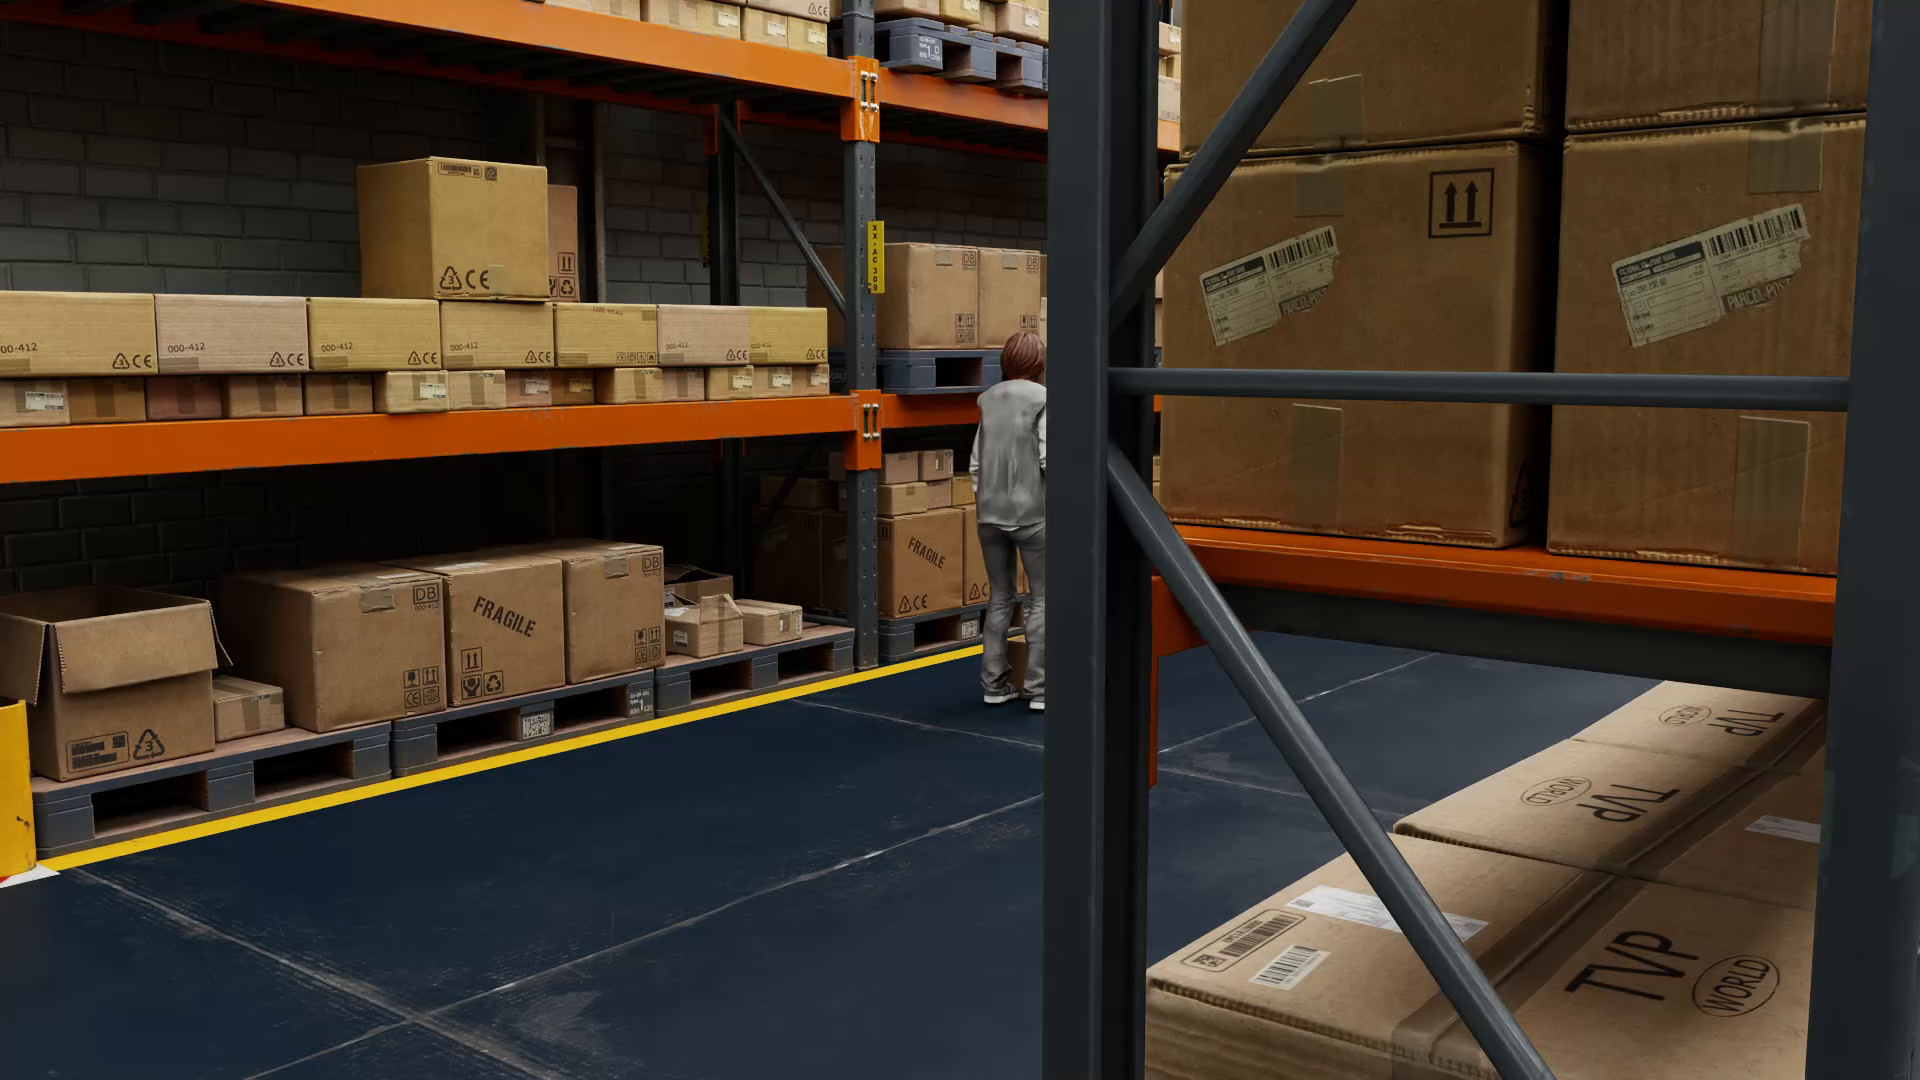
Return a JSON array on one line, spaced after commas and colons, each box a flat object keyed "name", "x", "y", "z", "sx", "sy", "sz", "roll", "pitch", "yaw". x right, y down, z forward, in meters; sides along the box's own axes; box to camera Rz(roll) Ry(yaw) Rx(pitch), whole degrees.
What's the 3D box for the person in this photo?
[{"name": "person", "x": 0.253, "y": -0.083, "z": 7.055, "sx": 0.467, "sy": 1.592, "sz": 0.349, "roll": 5, "pitch": 8, "yaw": 35}]
